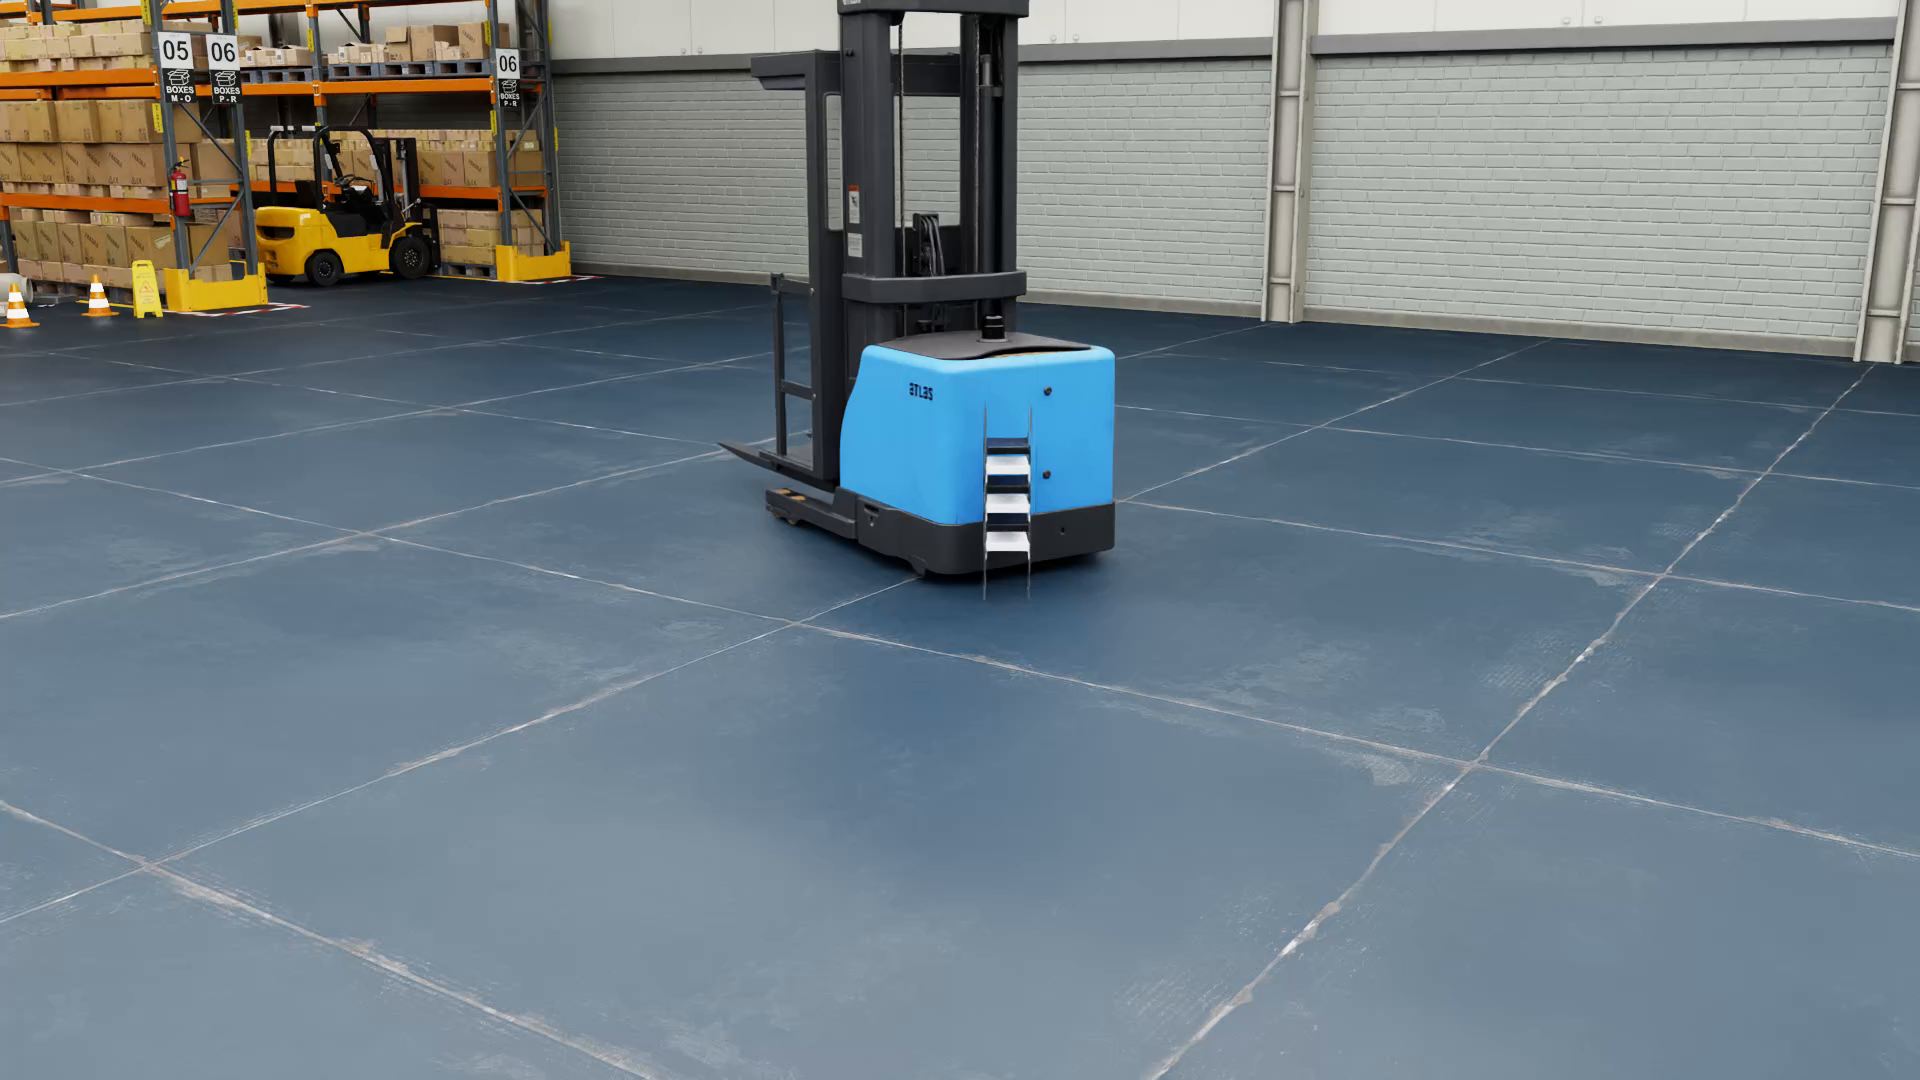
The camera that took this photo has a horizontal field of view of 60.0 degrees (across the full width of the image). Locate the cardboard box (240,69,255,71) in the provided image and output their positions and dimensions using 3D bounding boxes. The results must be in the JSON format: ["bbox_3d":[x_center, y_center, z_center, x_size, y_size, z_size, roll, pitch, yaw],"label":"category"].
[{"bbox_3d":[-12.118,-7.946,27.666,0.500,0.250,0.500,9,17,33],"label":"cardboard box"}]

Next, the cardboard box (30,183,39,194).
[{"bbox_3d":[-11.751,-4.548,21.477,0.250,0.149,0.380,9,17,33],"label":"cardboard box"}]

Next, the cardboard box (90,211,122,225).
[{"bbox_3d":[-10.568,-4.002,20.687,0.250,0.149,0.380,10,17,35],"label":"cardboard box"}]

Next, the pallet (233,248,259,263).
[{"bbox_3d":[-11.192,-4.721,27.453,1.213,0.211,1.003,9,17,33],"label":"pallet"}]

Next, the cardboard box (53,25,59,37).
[{"bbox_3d":[-10.895,-6.251,20.455,0.250,0.149,0.380,10,17,34],"label":"cardboard box"}]

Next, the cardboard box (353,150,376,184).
[{"bbox_3d":[-8.879,-5.690,25.359,0.500,0.500,0.500,10,17,34],"label":"cardboard box"}]

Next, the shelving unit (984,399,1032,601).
[{"bbox_3d":[0.218,-0.186,7.700,0.210,0.900,0.258,0,14,0],"label":"shelving unit"}]

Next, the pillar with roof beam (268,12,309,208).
[{"bbox_3d":[-13.680,-8.415,24.089,0.400,9.000,9.100,9,17,33],"label":"pillar with roof beam"}]

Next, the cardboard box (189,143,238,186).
[{"bbox_3d":[-9.229,-4.605,20.356,0.500,0.500,0.500,9,16,32],"label":"cardboard box"}]

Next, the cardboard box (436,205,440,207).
[{"bbox_3d":[-8.185,-5.011,25.592,0.500,0.250,0.500,9,17,33],"label":"cardboard box"}]

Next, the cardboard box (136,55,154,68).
[{"bbox_3d":[-9.443,-5.619,19.561,0.250,0.149,0.380,9,17,33],"label":"cardboard box"}]

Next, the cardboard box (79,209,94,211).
[{"bbox_3d":[-15.458,-5.704,29.950,0.500,0.500,0.500,9,16,32],"label":"cardboard box"}]

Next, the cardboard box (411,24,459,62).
[{"bbox_3d":[-7.521,-7.208,24.167,0.500,0.500,0.700,9,17,33],"label":"cardboard box"}]

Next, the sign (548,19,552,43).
[{"bbox_3d":[-5.909,-7.312,23.892,0.005,0.325,0.100,9,17,33],"label":"sign"}]

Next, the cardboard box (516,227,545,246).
[{"bbox_3d":[-6.498,-4.500,24.565,0.500,0.250,0.500,10,17,34],"label":"cardboard box"}]

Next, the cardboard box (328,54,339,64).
[{"bbox_3d":[-9.340,-7.285,25.210,0.250,0.149,0.380,10,17,34],"label":"cardboard box"}]

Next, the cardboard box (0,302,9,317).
[{"bbox_3d":[-11.205,-2.682,19.349,0.380,0.149,0.250,-7,15,-25],"label":"cardboard box"}]

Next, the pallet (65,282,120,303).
[{"bbox_3d":[-10.716,-3.229,21.430,1.213,0.211,1.003,9,17,33],"label":"pallet"}]

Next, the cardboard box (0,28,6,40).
[{"bbox_3d":[-11.999,-6.414,21.113,0.250,0.149,0.380,10,17,34],"label":"cardboard box"}]

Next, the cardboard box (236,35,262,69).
[{"bbox_3d":[-11.552,-7.831,26.682,0.500,0.500,0.500,10,17,34],"label":"cardboard box"}]

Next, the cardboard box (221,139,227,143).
[{"bbox_3d":[-11.863,-6.493,27.252,0.250,0.149,0.380,9,17,33],"label":"cardboard box"}]

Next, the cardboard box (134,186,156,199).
[{"bbox_3d":[-9.693,-4.190,20.032,0.250,0.149,0.380,9,16,32],"label":"cardboard box"}]

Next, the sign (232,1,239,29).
[{"bbox_3d":[-8.688,-6.282,19.895,0.005,0.325,0.100,9,17,33],"label":"sign"}]

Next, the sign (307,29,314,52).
[{"bbox_3d":[-9.837,-7.570,25.188,0.005,0.325,0.100,9,17,33],"label":"sign"}]

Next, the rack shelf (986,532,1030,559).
[{"bbox_3d":[0.218,0.021,7.751,0.200,0.077,0.258,0,14,0],"label":"rack shelf"}]

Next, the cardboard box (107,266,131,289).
[{"bbox_3d":[-10.237,-3.288,20.711,0.500,0.250,0.500,9,17,33],"label":"cardboard box"}]

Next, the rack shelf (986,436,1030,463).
[{"bbox_3d":[0.217,-0.415,7.643,0.200,0.077,0.258,0,14,0],"label":"rack shelf"}]

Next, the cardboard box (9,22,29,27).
[{"bbox_3d":[-12.990,-6.882,22.539,0.500,0.250,0.500,9,16,32],"label":"cardboard box"}]

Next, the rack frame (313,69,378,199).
[{"bbox_3d":[-9.543,-5.820,26.090,0.127,3.000,1.000,9,17,33],"label":"rack frame"}]

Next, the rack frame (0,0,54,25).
[{"bbox_3d":[-12.310,-7.742,21.369,0.127,3.000,1.000,9,17,33],"label":"rack frame"}]

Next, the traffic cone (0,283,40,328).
[{"bbox_3d":[-10.405,-2.595,18.344,0.334,0.463,0.336,9,17,33],"label":"traffic cone"}]

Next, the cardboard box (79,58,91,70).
[{"bbox_3d":[-10.490,-5.797,20.277,0.250,0.149,0.380,9,16,31],"label":"cardboard box"}]

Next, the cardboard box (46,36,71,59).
[{"bbox_3d":[-10.836,-6.039,20.428,0.500,0.250,0.500,9,17,33],"label":"cardboard box"}]

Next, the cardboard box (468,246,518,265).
[{"bbox_3d":[-6.790,-4.152,24.203,0.500,0.250,0.500,9,17,33],"label":"cardboard box"}]

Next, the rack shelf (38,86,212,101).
[{"bbox_3d":[-14.521,-7.731,29.067,4.000,0.370,1.077,9,17,33],"label":"rack shelf"}]

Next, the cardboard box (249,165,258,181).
[{"bbox_3d":[-11.355,-5.969,27.006,0.500,0.250,0.500,10,17,35],"label":"cardboard box"}]

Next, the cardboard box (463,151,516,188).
[{"bbox_3d":[-6.779,-5.345,23.966,0.500,0.500,0.500,9,16,32],"label":"cardboard box"}]

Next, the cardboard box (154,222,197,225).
[{"bbox_3d":[-9.962,-3.762,21.065,0.500,0.500,0.500,8,16,31],"label":"cardboard box"}]

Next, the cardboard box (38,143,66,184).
[{"bbox_3d":[-11.261,-4.775,21.044,0.500,0.500,0.500,9,17,32],"label":"cardboard box"}]

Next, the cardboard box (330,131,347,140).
[{"bbox_3d":[-9.444,-6.226,25.553,0.250,0.149,0.380,10,17,34],"label":"cardboard box"}]

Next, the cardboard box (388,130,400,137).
[{"bbox_3d":[-8.331,-6.069,24.919,0.250,0.149,0.380,9,17,33],"label":"cardboard box"}]

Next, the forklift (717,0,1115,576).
[{"bbox_3d":[-0.429,-1.555,9.005,1.130,2.935,3.031,-9,16,-31],"label":"forklift"}]

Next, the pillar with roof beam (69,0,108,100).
[{"bbox_3d":[-18.658,-9.219,27.339,0.400,9.000,9.100,9,17,33],"label":"pillar with roof beam"}]

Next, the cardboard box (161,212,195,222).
[{"bbox_3d":[-13.333,-5.360,28.563,0.500,0.500,0.500,10,17,34],"label":"cardboard box"}]

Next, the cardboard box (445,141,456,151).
[{"bbox_3d":[-7.277,-5.748,24.243,0.250,0.149,0.380,9,17,32],"label":"cardboard box"}]

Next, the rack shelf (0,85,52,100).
[{"bbox_3d":[-13.969,-6.205,22.900,4.000,0.370,1.077,9,17,33],"label":"rack shelf"}]

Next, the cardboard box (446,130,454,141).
[{"bbox_3d":[-7.258,-5.902,24.245,0.250,0.149,0.380,9,17,33],"label":"cardboard box"}]

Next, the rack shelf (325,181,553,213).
[{"bbox_3d":[-7.883,-5.202,25.093,4.000,0.370,1.077,9,17,33],"label":"rack shelf"}]

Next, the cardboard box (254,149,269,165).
[{"bbox_3d":[-10.945,-6.142,26.663,0.500,0.250,0.500,10,17,34],"label":"cardboard box"}]

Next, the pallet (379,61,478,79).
[{"bbox_3d":[-7.812,-6.960,24.638,1.213,0.211,1.003,9,17,33],"label":"pallet"}]

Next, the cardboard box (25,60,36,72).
[{"bbox_3d":[-11.549,-5.974,20.994,0.250,0.149,0.380,10,17,34],"label":"cardboard box"}]

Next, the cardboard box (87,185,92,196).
[{"bbox_3d":[-10.678,-4.388,20.828,0.250,0.149,0.380,9,17,33],"label":"cardboard box"}]

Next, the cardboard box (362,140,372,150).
[{"bbox_3d":[-8.814,-5.976,25.165,0.250,0.149,0.380,10,17,34],"label":"cardboard box"}]

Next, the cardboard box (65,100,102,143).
[{"bbox_3d":[-10.433,-5.114,20.330,0.500,0.500,0.700,9,16,32],"label":"cardboard box"}]

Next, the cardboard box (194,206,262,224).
[{"bbox_3d":[-12.352,-5.321,28.143,0.625,0.625,0.875,10,17,35],"label":"cardboard box"}]

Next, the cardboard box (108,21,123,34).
[{"bbox_3d":[-9.851,-6.074,19.737,0.250,0.149,0.380,9,16,32],"label":"cardboard box"}]

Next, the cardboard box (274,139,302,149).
[{"bbox_3d":[-10.640,-6.268,26.343,0.250,0.149,0.380,9,16,31],"label":"cardboard box"}]

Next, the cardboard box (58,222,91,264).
[{"bbox_3d":[-11.091,-3.790,21.180,0.500,0.500,0.500,10,17,36],"label":"cardboard box"}]
